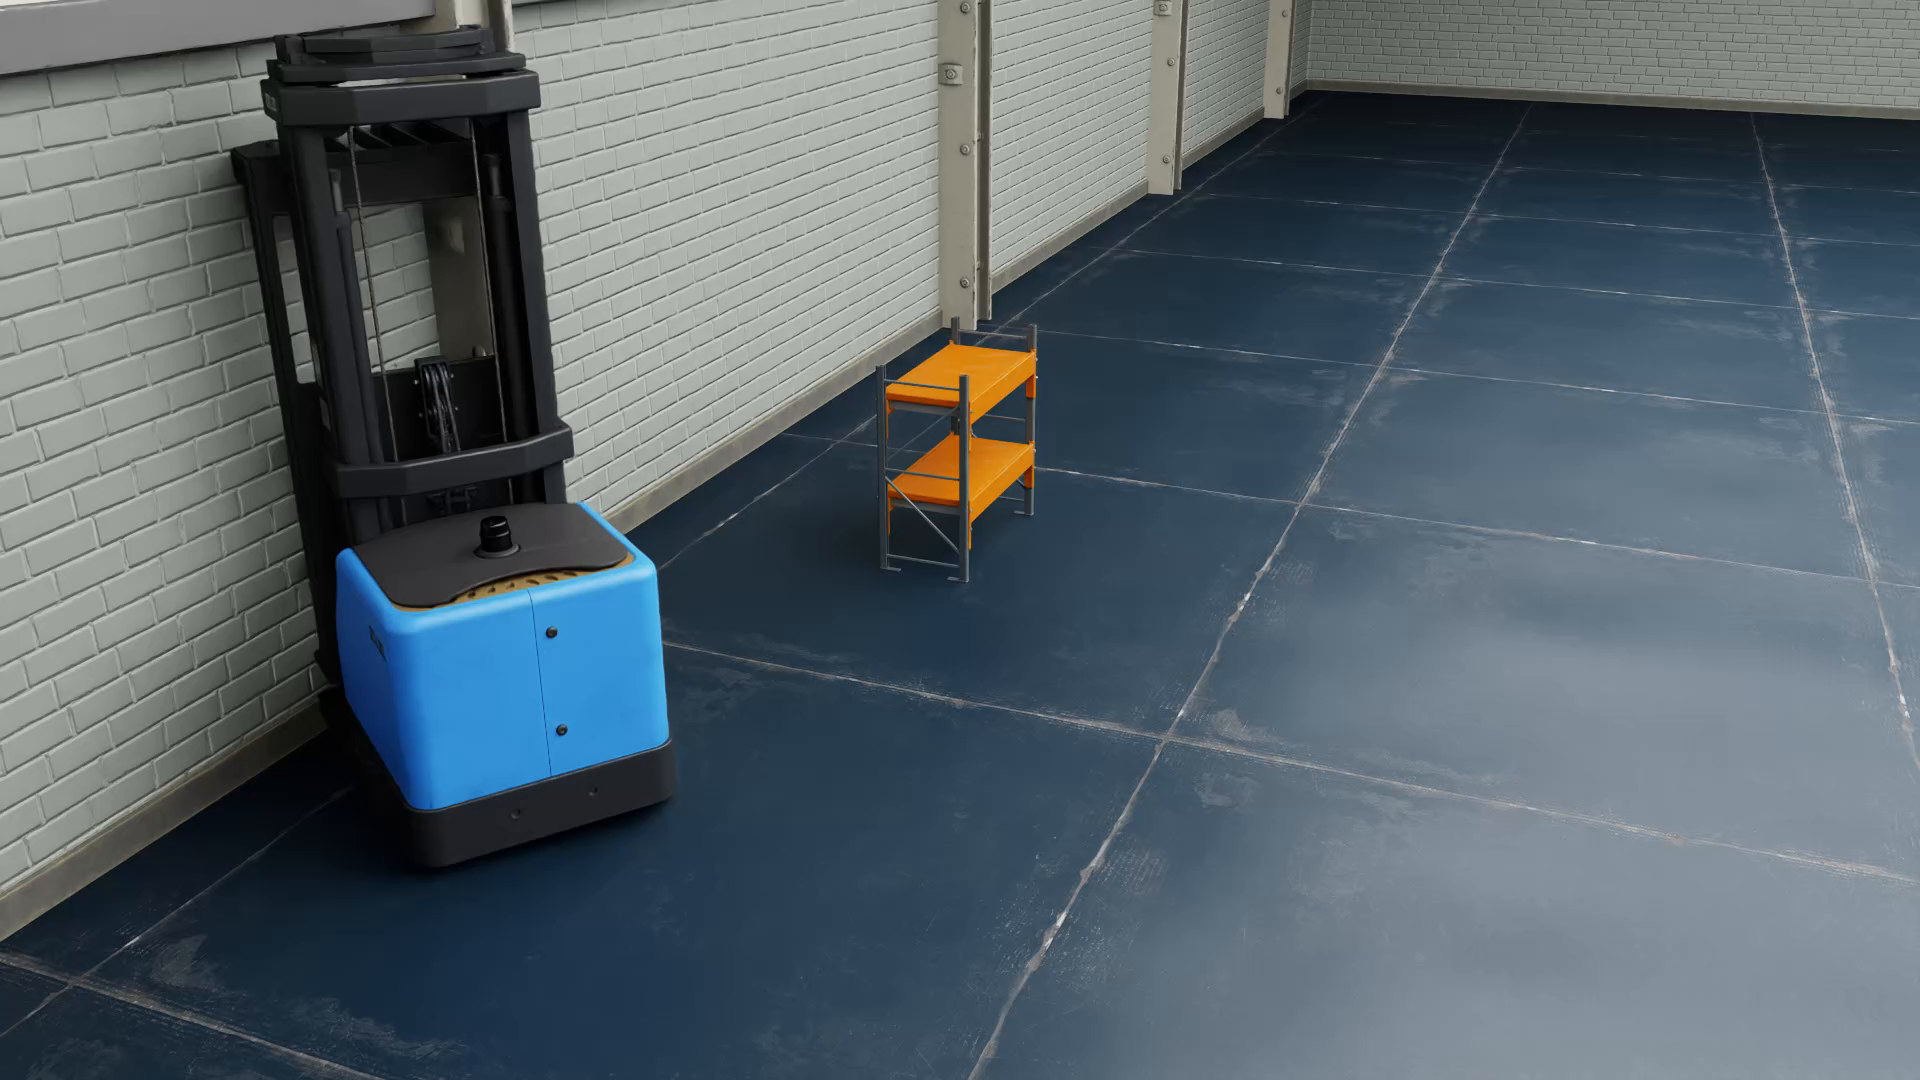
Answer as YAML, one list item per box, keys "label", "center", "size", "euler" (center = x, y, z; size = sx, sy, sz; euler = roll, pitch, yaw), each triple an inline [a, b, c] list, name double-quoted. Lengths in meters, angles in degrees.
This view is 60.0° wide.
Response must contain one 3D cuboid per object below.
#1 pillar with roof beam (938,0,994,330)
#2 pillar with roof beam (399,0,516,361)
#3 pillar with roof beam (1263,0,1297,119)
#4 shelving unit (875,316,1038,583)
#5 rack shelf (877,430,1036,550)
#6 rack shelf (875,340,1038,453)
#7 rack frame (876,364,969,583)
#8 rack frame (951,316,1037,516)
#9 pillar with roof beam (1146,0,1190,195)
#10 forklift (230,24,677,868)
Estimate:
- label: "pillar with roof beam"
  center: [4.039, -5.297, 10.255]
  size: [9.100, 9.000, 0.400]
  euler: [9, 24, 20]
- label: "pillar with roof beam"
  center: [1.810, -3.150, 5.115]
  size: [9.100, 9.000, 0.400]
  euler: [9, 24, 20]
- label: "pillar with roof beam"
  center: [8.496, -9.591, 20.536]
  size: [9.100, 9.000, 0.400]
  euler: [9, 24, 20]
- label: "shelving unit"
  center: [-0.003, -0.517, 9.027]
  size: [0.538, 1.125, 1.048]
  euler: [9, 24, 20]
- label: "rack shelf"
  center: [-0.003, -0.291, 9.122]
  size: [0.538, 0.278, 1.000]
  euler: [9, 24, 20]
- label: "rack shelf"
  center: [-0.003, -0.787, 8.915]
  size: [0.538, 0.278, 1.000]
  euler: [9, 24, 20]
- label: "rack frame"
  center: [-0.191, -0.335, 8.592]
  size: [0.500, 1.125, 0.032]
  euler: [9, 24, 20]
- label: "rack frame"
  center: [0.186, -0.699, 9.463]
  size: [0.500, 1.125, 0.032]
  euler: [9, 24, 20]
- label: "pillar with roof beam"
  center: [6.267, -7.444, 15.396]
  size: [9.100, 9.000, 0.400]
  euler: [9, 24, 20]
- label: "forklift"
  center: [-2.340, -0.659, 7.025]
  size: [1.130, 2.935, 3.031]
  euler: [-13, 26, -29]
